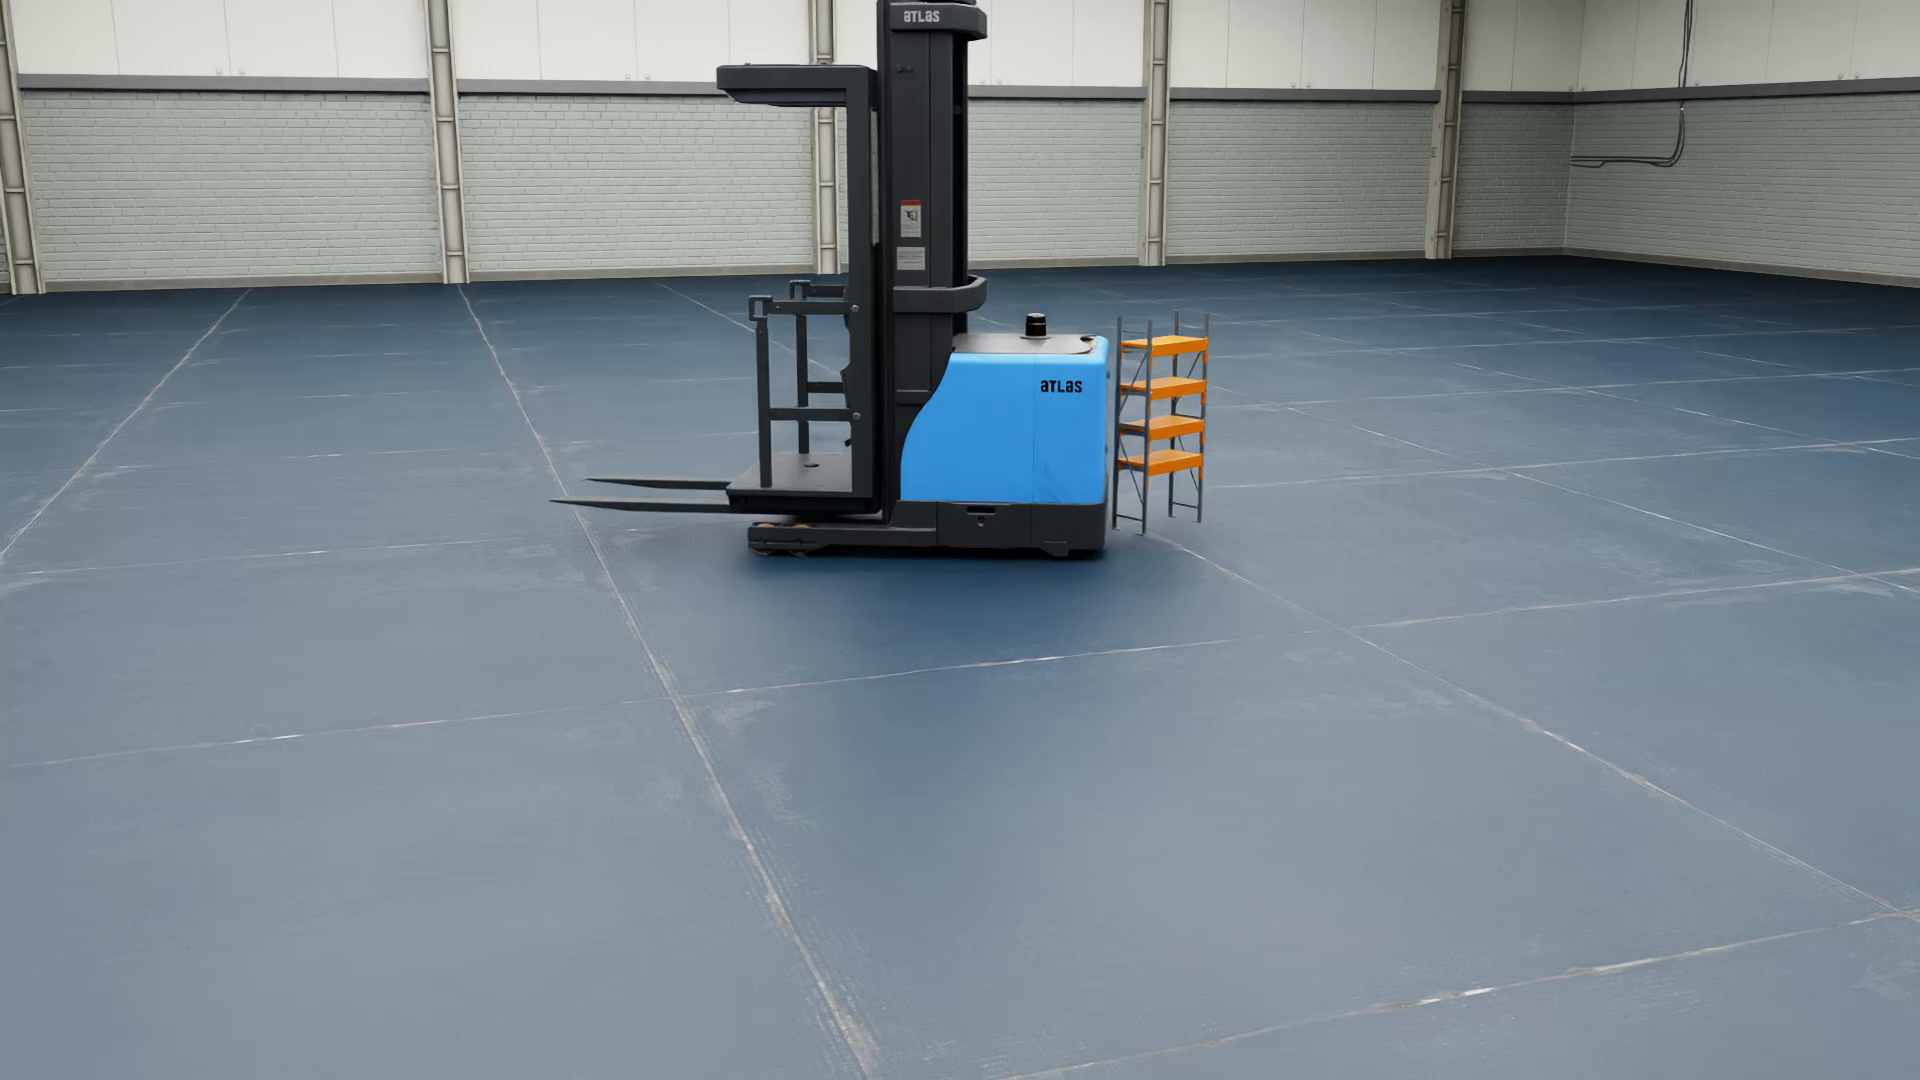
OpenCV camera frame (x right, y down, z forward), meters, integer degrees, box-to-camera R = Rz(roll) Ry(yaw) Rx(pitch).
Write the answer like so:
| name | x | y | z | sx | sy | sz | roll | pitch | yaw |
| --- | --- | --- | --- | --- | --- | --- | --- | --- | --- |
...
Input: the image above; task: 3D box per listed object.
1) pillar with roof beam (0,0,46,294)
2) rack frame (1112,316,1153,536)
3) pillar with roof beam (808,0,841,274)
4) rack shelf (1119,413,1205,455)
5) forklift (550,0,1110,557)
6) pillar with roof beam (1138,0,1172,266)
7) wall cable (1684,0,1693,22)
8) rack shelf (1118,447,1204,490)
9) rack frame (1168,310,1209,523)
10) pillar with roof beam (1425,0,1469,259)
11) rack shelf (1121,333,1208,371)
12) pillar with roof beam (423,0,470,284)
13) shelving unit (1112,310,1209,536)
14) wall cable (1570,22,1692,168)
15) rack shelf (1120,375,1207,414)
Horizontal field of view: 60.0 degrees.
| name | x | y | z | sx | sy | sz | roll | pitch | yaw |
| --- | --- | --- | --- | --- | --- | --- | --- | --- | --- |
| pillar with roof beam | -12.245 | -7.047 | 19.322 | 0.400 | 9.000 | 9.100 | -4 | 14 | -18 |
| rack frame | 0.949 | -0.626 | 9.181 | 0.015 | 1.200 | 0.240 | -12 | 18 | -42 |
| pillar with roof beam | -0.871 | -7.932 | 23.045 | 0.400 | 9.000 | 9.100 | -4 | 14 | -18 |
| rack shelf | 1.126 | -0.600 | 9.359 | 0.480 | 0.148 | 0.258 | -12 | 18 | -42 |
| forklift | -0.702 | -1.462 | 8.957 | 3.031 | 2.935 | 1.130 | 1 | 13 | 6 |
| pillar with roof beam | 4.815 | -8.375 | 24.907 | 0.400 | 9.000 | 9.100 | -4 | 14 | -18 |
| wall cable | 13.206 | -10.043 | 27.713 | 0.112 | 2.526 | 3.097 | -4 | 14 | -18 |
| rack shelf | 1.126 | -0.407 | 9.406 | 0.480 | 0.148 | 0.258 | -12 | 18 | -42 |
| rack frame | 1.304 | -0.704 | 9.506 | 0.015 | 1.200 | 0.240 | -12 | 18 | -42 |
| pillar with roof beam | 10.502 | -8.818 | 26.768 | 0.400 | 9.000 | 9.100 | -4 | 14 | -18 |
| rack shelf | 1.127 | -1.047 | 9.252 | 0.480 | 0.148 | 0.258 | -12 | 18 | -42 |
| pillar with roof beam | -6.558 | -7.490 | 21.183 | 0.400 | 9.000 | 9.100 | -4 | 14 | -18 |
| shelving unit | 1.127 | -0.665 | 9.344 | 0.503 | 1.200 | 0.258 | -12 | 18 | -42 |
| wall cable | 12.343 | -8.179 | 30.792 | 0.112 | 2.526 | 3.097 | -4 | 14 | -18 |
| rack shelf | 1.127 | -0.817 | 9.307 | 0.480 | 0.148 | 0.258 | -12 | 18 | -42 |
